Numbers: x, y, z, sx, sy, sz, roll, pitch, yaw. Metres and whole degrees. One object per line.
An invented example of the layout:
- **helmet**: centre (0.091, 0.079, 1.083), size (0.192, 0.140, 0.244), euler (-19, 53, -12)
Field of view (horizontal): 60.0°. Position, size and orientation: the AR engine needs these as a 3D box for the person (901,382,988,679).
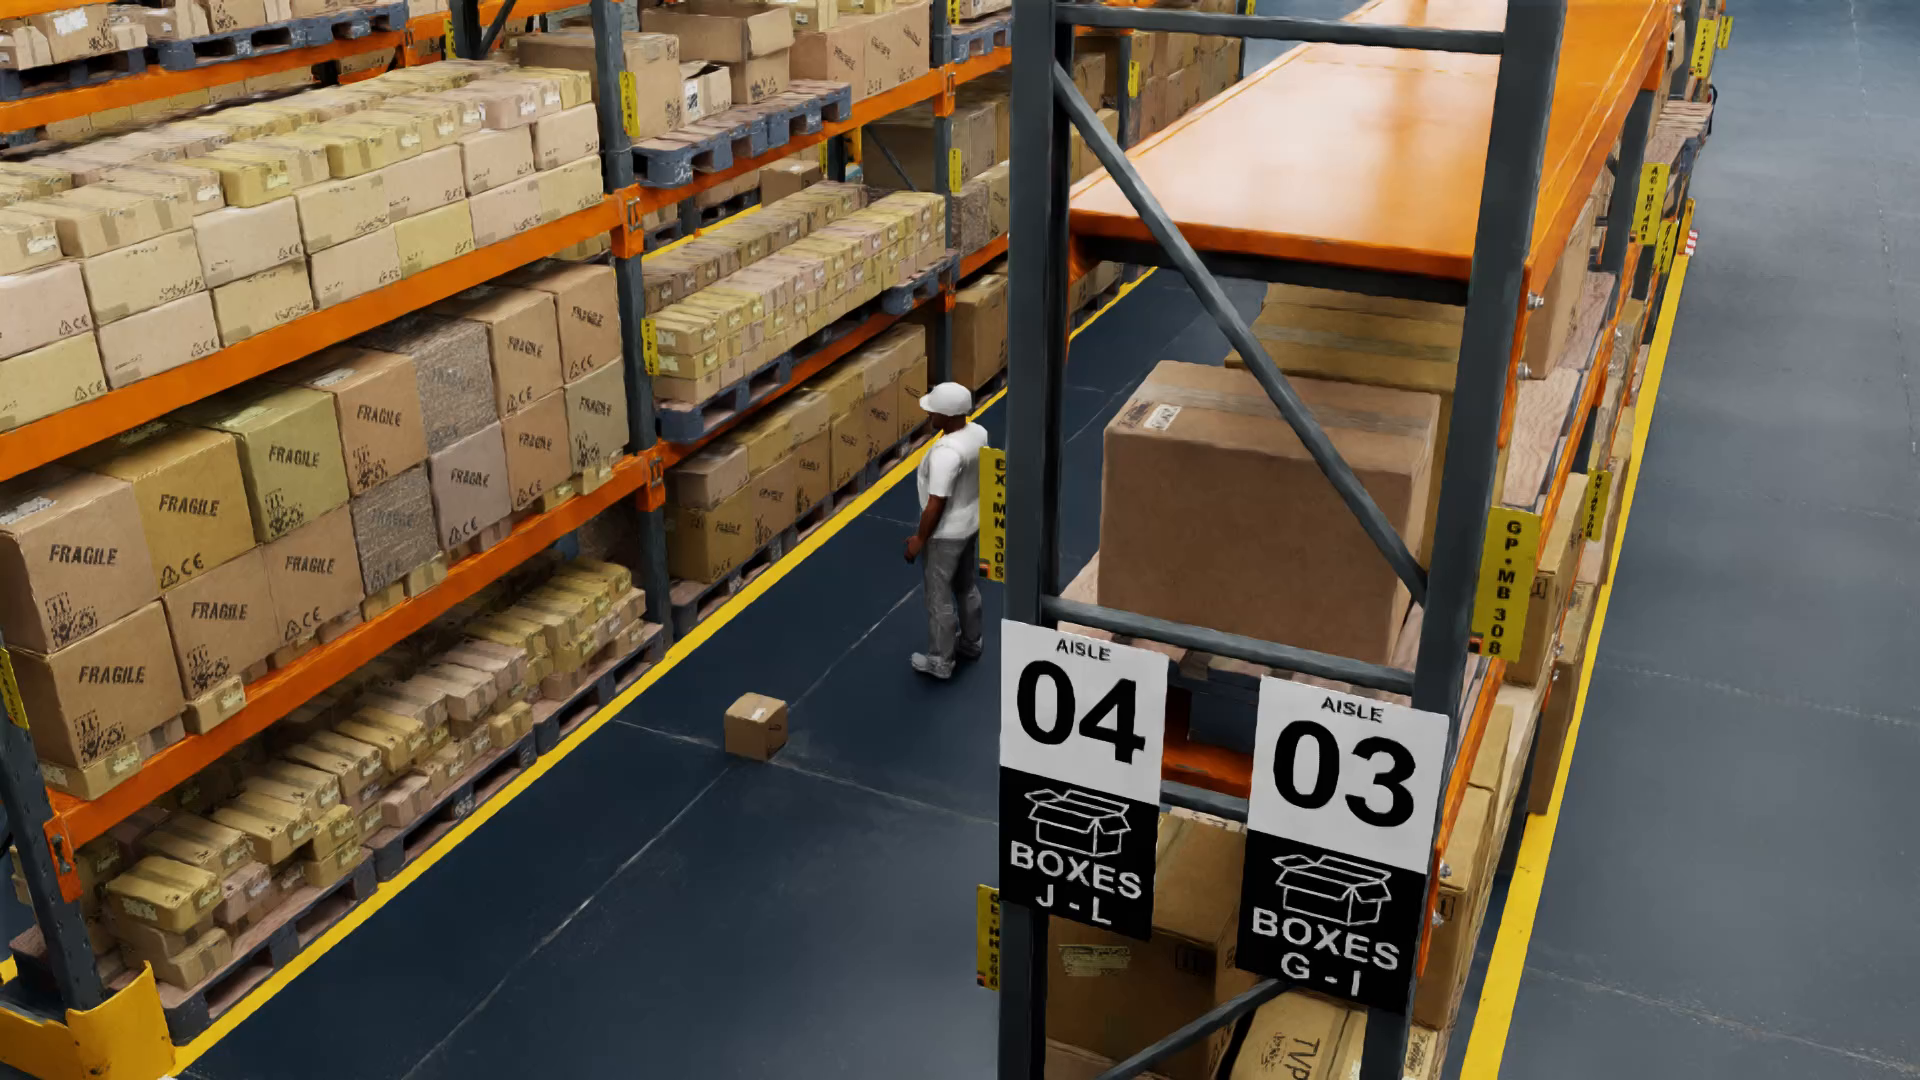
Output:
- **person**: centre (-0.075, -0.070, 9.496), size (0.392, 1.768, 0.609), euler (11, 28, 21)
